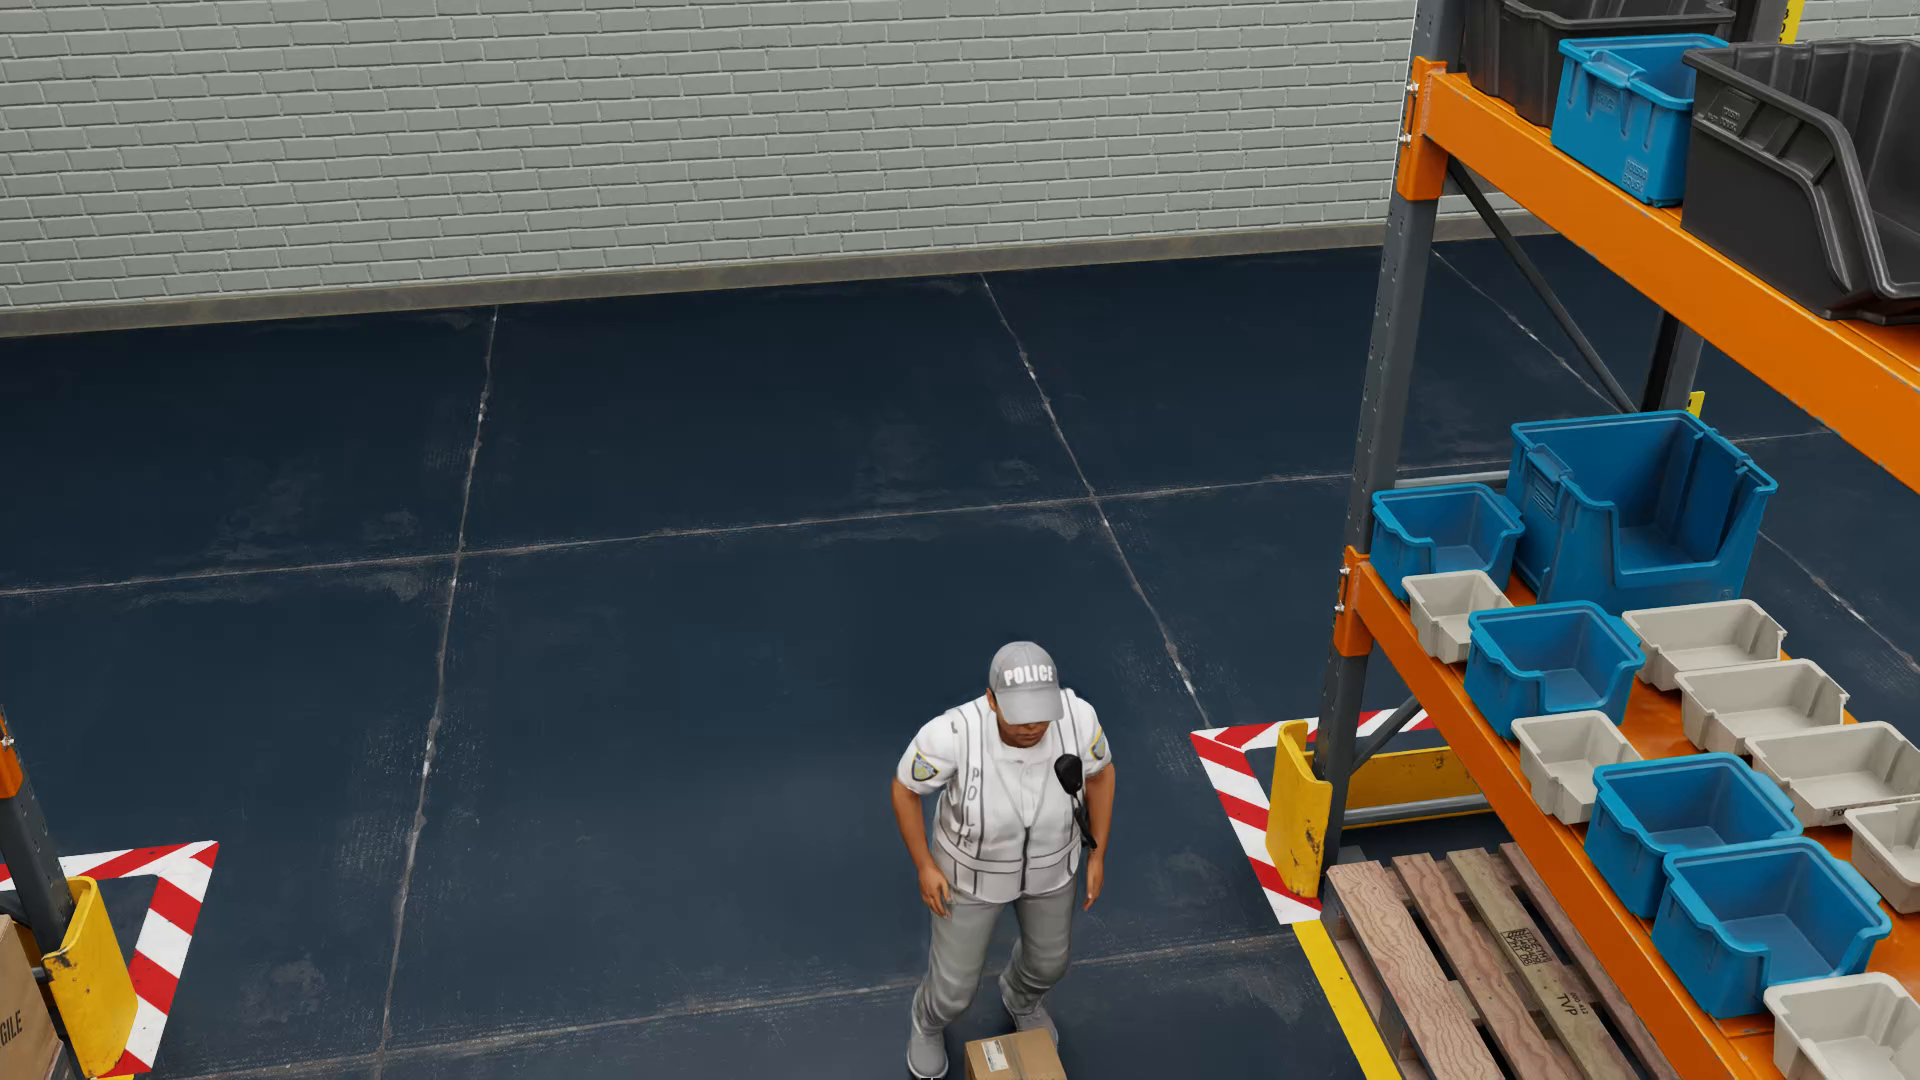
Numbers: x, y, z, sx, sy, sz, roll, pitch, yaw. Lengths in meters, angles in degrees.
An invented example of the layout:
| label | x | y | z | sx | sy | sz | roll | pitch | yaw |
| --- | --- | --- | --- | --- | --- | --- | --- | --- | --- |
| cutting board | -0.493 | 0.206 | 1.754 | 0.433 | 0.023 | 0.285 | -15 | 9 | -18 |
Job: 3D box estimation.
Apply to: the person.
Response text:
| label | x | y | z | sx | sy | sz | roll | pitch | yaw |
| --- | --- | --- | --- | --- | --- | --- | --- | --- | --- |
| person | 0.126 | 0.910 | 4.653 | 0.623 | 1.611 | 0.571 | -7 | 32 | -11 |
